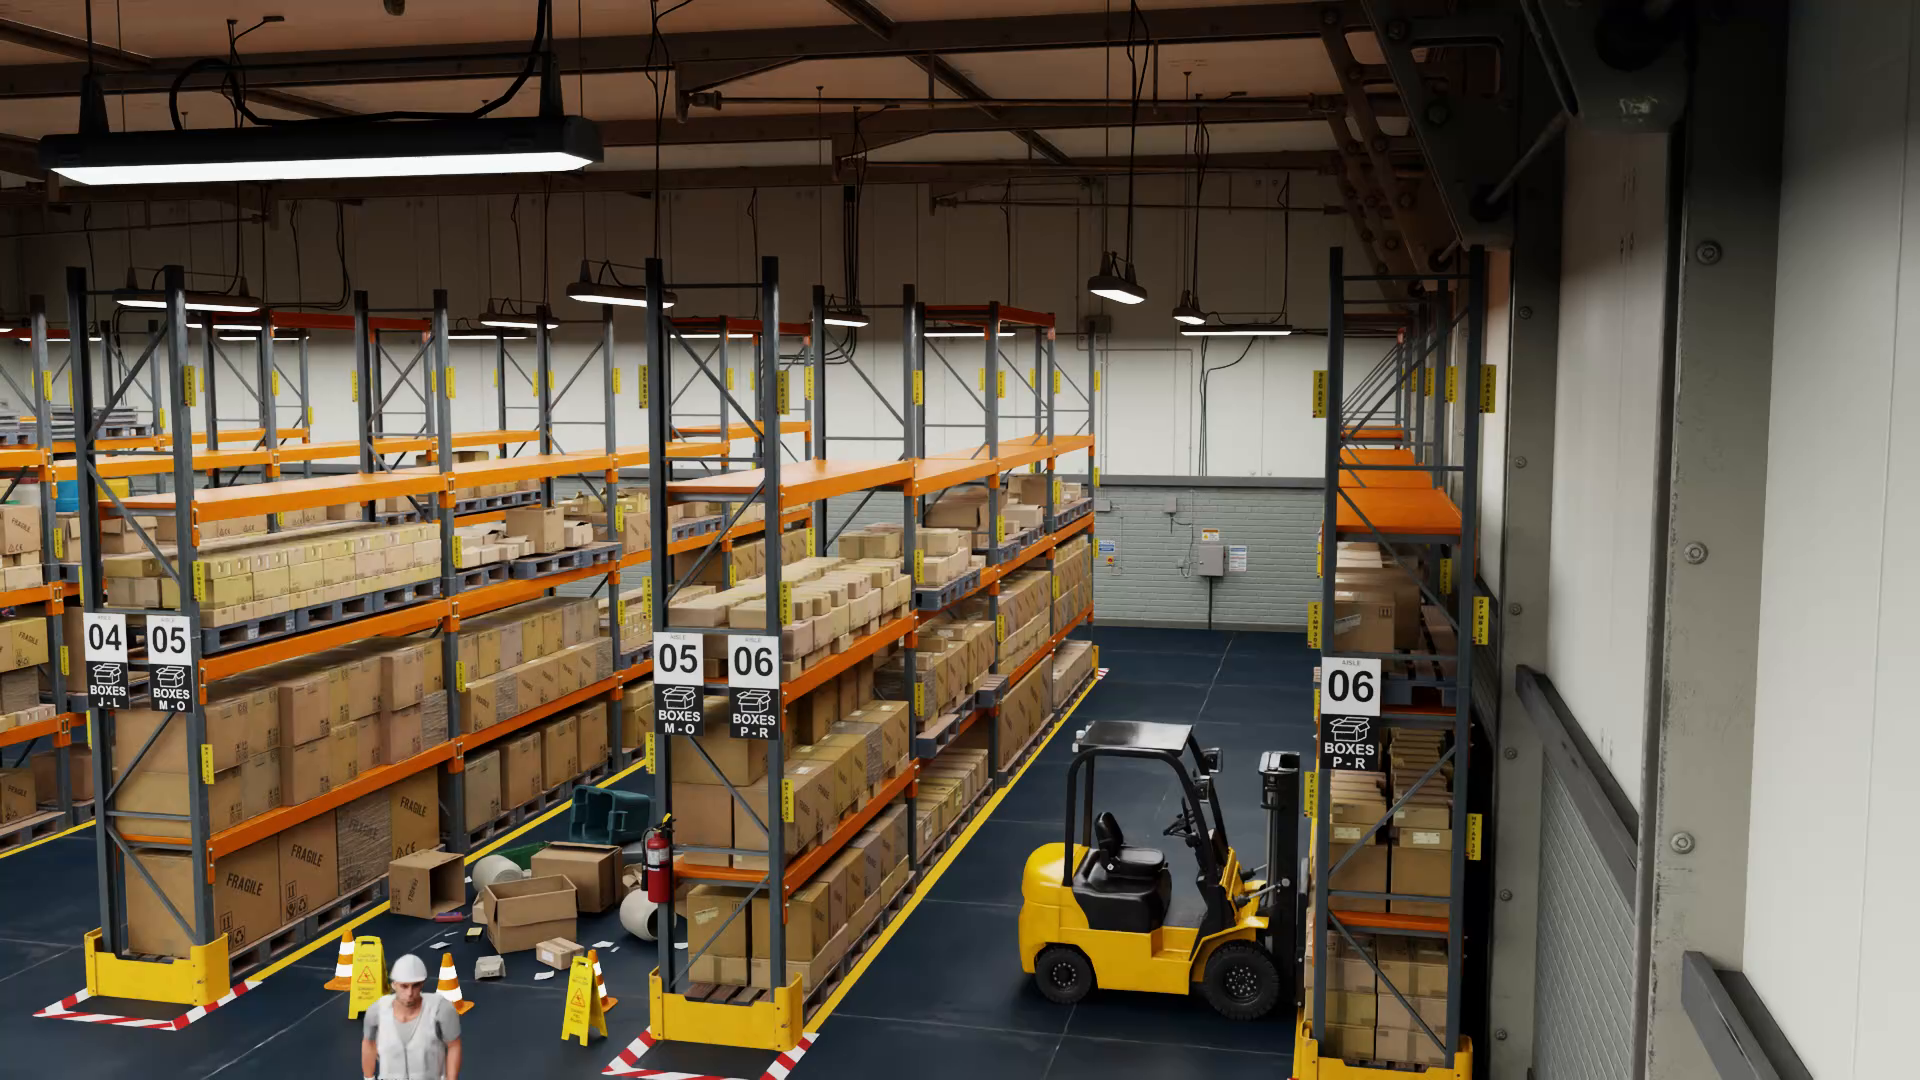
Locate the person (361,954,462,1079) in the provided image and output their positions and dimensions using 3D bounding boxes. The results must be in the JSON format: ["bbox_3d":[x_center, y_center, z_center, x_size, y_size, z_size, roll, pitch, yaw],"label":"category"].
[{"bbox_3d":[-3.287,3.290,9.977,0.603,1.768,0.678,-1,6,-12],"label":"person"}]
